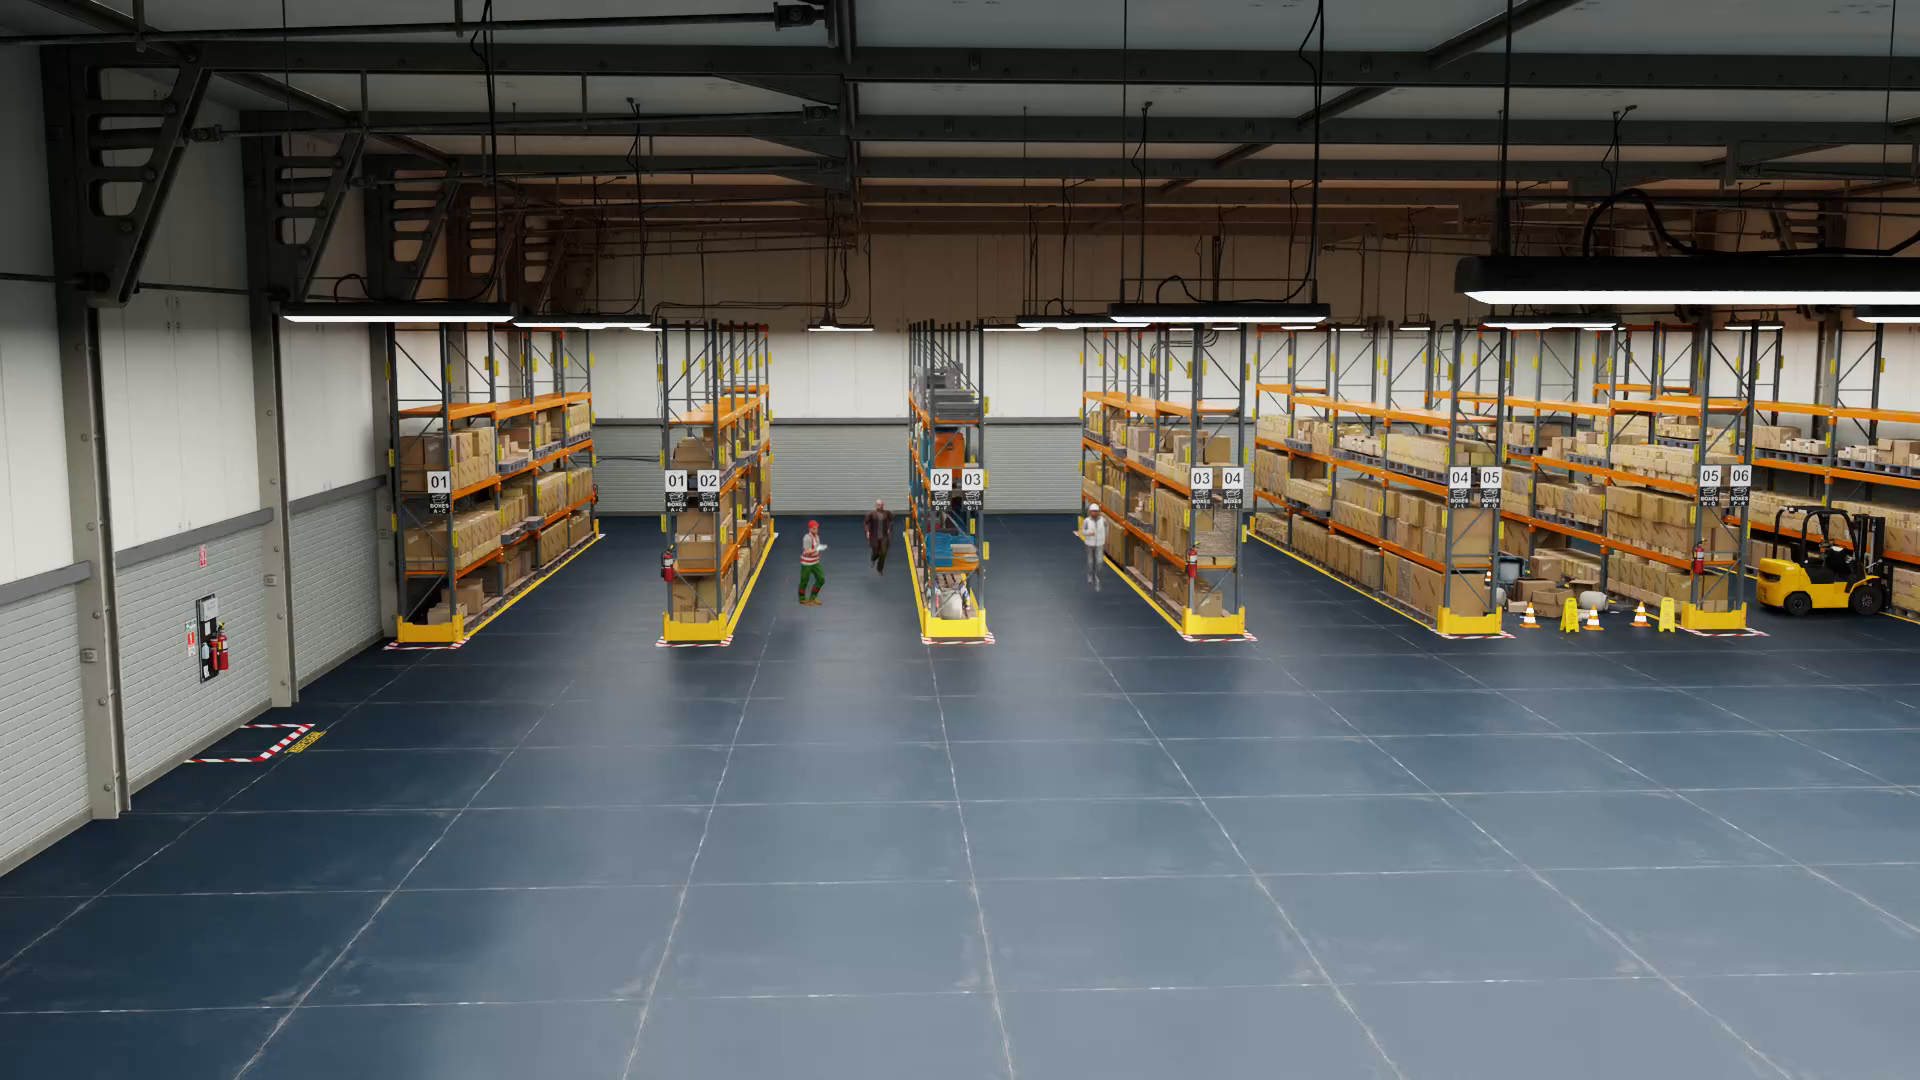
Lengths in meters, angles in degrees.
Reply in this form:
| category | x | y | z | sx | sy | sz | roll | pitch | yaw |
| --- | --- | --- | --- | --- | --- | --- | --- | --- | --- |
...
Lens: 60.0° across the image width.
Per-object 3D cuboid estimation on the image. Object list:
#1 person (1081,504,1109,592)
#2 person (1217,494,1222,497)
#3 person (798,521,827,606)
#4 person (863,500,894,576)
| category | x | y | z | sx | sy | sz | roll | pitch | yaw |
| --- | --- | --- | --- | --- | --- | --- | --- | --- | --- |
| person | 2.914 | 0.158 | 35.853 | 0.640 | 1.893 | 0.805 | 0 | 7 | -3 |
| person | 7.517 | -1.100 | 48.391 | 0.621 | 1.750 | 0.726 | 0 | 7 | -1 |
| person | -2.976 | 0.485 | 33.227 | 0.869 | 1.769 | 0.609 | 5 | 9 | 36 |
| person | -1.855 | -0.074 | 37.924 | 0.729 | 1.723 | 0.721 | -2 | 7 | -14 |
